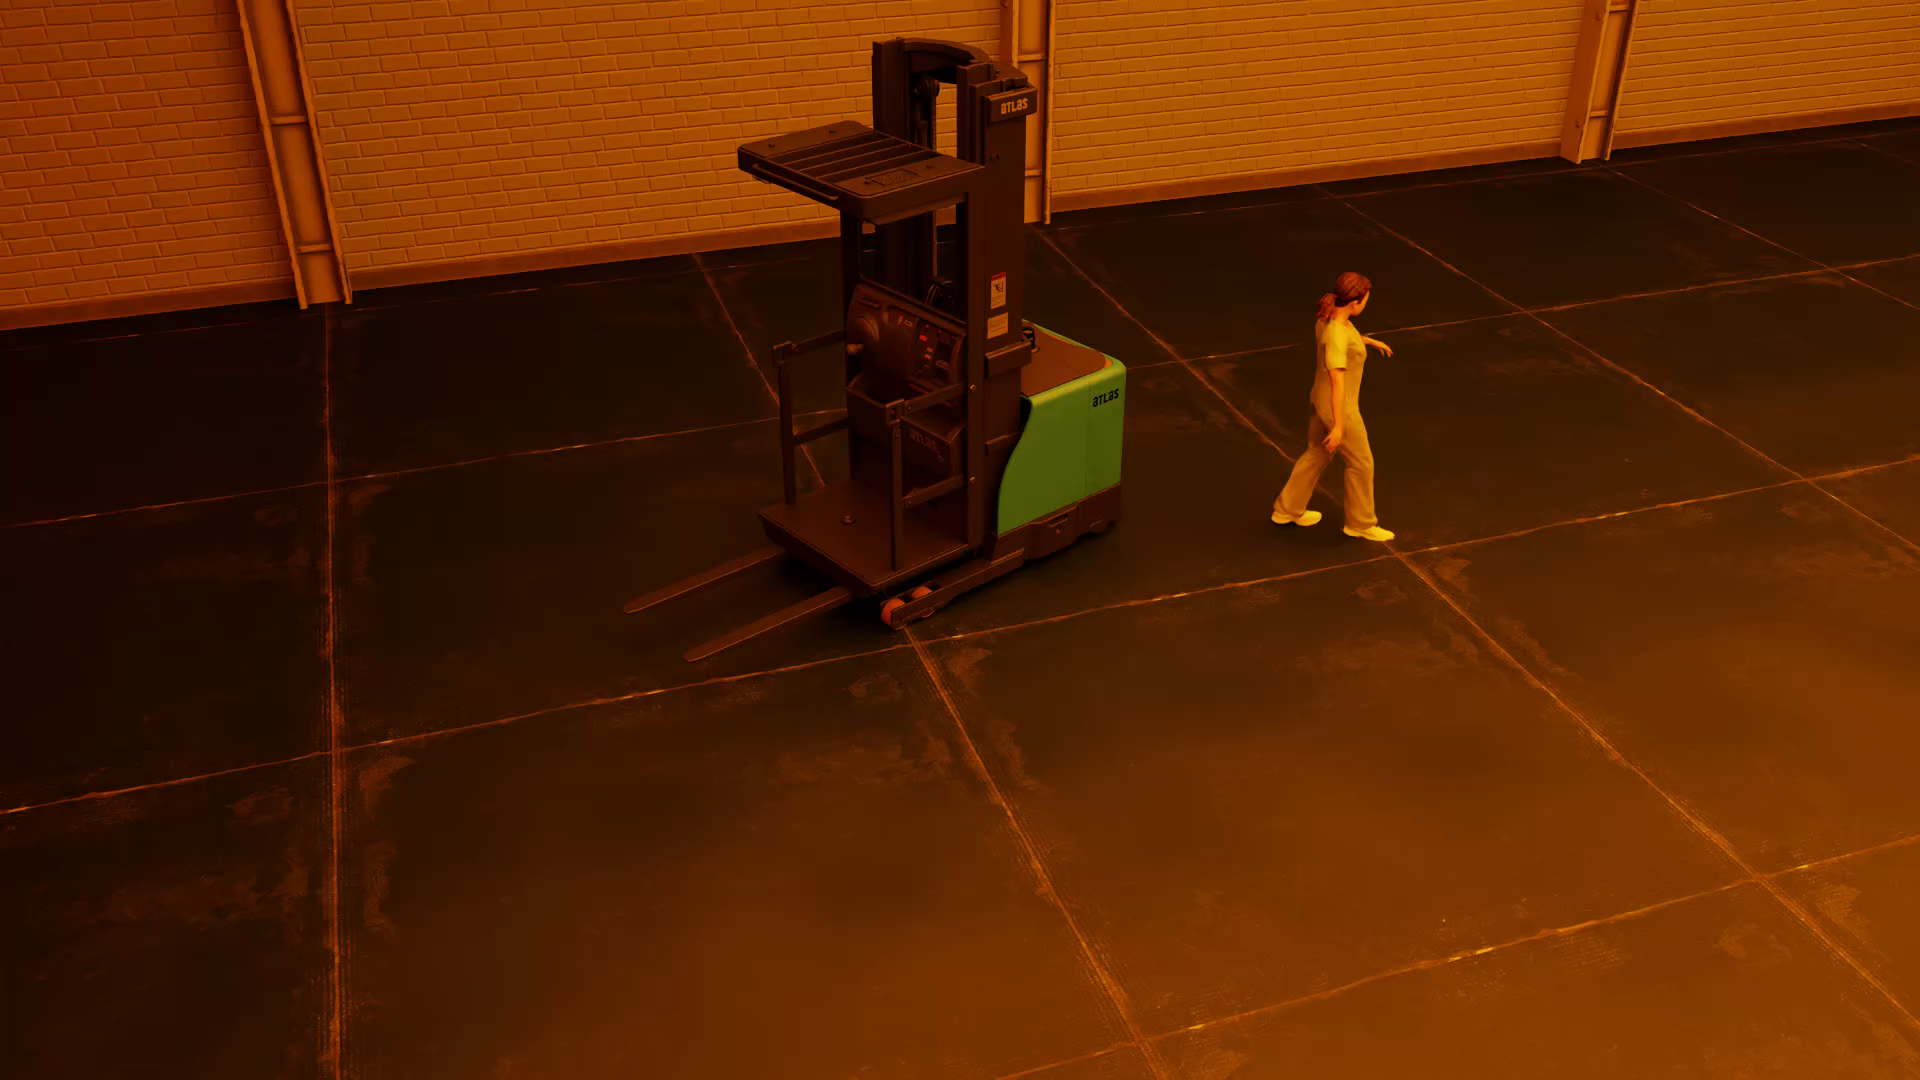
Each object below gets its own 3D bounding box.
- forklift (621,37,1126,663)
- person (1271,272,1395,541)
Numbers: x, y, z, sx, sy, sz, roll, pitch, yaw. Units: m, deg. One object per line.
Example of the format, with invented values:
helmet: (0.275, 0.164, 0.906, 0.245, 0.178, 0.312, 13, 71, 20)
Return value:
forklift: (-0.461, -1.072, 8.951, 3.031, 2.935, 1.130, -23, 37, -34)
person: (2.268, -0.764, 9.720, 0.714, 1.658, 0.870, -1, 30, -1)
